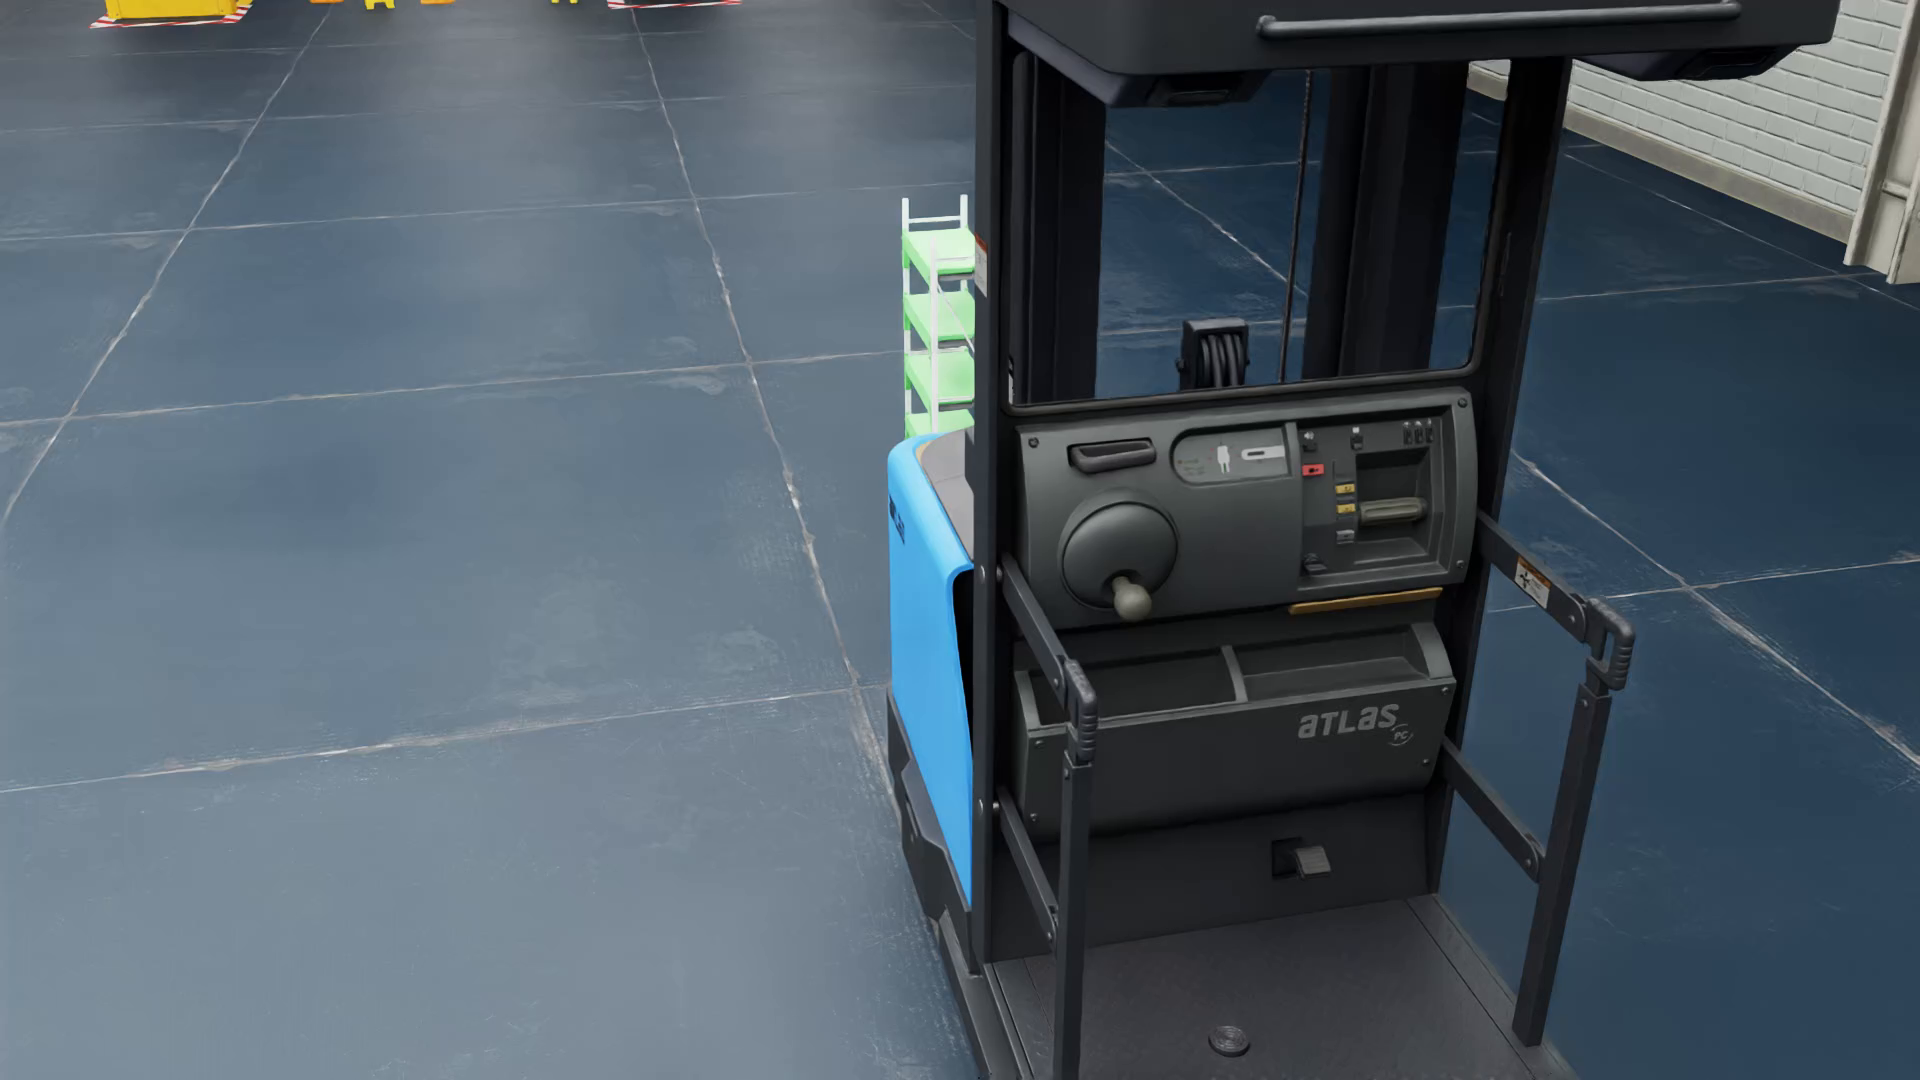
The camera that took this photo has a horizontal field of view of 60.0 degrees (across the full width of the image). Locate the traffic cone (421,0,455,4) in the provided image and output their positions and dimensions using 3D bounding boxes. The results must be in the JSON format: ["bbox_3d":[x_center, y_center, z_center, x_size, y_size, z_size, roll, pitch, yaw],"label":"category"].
[{"bbox_3d":[-5.474,-5.852,17.331,0.336,0.463,0.334,-6,27,-12],"label":"traffic cone"}]

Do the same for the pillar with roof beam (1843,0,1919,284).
[{"bbox_3d":[0.951,-5.065,6.297,9.100,9.000,0.400,-6,27,-12],"label":"pillar with roof beam"}]

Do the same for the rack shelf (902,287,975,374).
[{"bbox_3d":[-0.037,-0.766,6.044,0.258,0.148,0.480,-6,27,-12],"label":"rack shelf"}]

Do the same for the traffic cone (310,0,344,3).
[{"bbox_3d":[-6.651,-5.887,17.399,0.336,0.463,0.334,-6,27,-12],"label":"traffic cone"}]

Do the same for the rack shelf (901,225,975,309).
[{"bbox_3d":[-0.037,-0.980,5.936,0.258,0.148,0.480,-6,27,-12],"label":"rack shelf"}]

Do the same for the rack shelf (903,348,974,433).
[{"bbox_3d":[-0.037,-0.551,6.152,0.258,0.148,0.480,-6,27,-12],"label":"rack shelf"}]

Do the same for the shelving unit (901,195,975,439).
[{"bbox_3d":[-0.037,-0.608,6.124,0.258,1.200,0.503,-6,27,-12],"label":"shelving unit"}]

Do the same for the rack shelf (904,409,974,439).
[{"bbox_3d":[-0.037,-0.337,6.261,0.258,0.148,0.480,-6,27,-12],"label":"rack shelf"}]

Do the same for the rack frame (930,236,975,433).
[{"bbox_3d":[0.018,-0.501,5.911,0.240,1.200,0.015,-6,27,-12],"label":"rack frame"}]

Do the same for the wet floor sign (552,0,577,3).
[{"bbox_3d":[-4.115,-5.946,17.314,0.267,0.644,0.232,3,27,6],"label":"wet floor sign"}]

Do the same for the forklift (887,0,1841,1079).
[{"bbox_3d":[0.623,-0.030,3.056,1.130,2.935,3.031,-6,27,-12],"label":"forklift"}]

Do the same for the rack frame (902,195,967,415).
[{"bbox_3d":[-0.092,-0.715,6.336,0.240,1.200,0.015,-6,27,-12],"label":"rack frame"}]

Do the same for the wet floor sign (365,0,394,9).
[{"bbox_3d":[-5.979,-5.779,16.984,0.267,0.644,0.232,-11,29,-20],"label":"wet floor sign"}]
